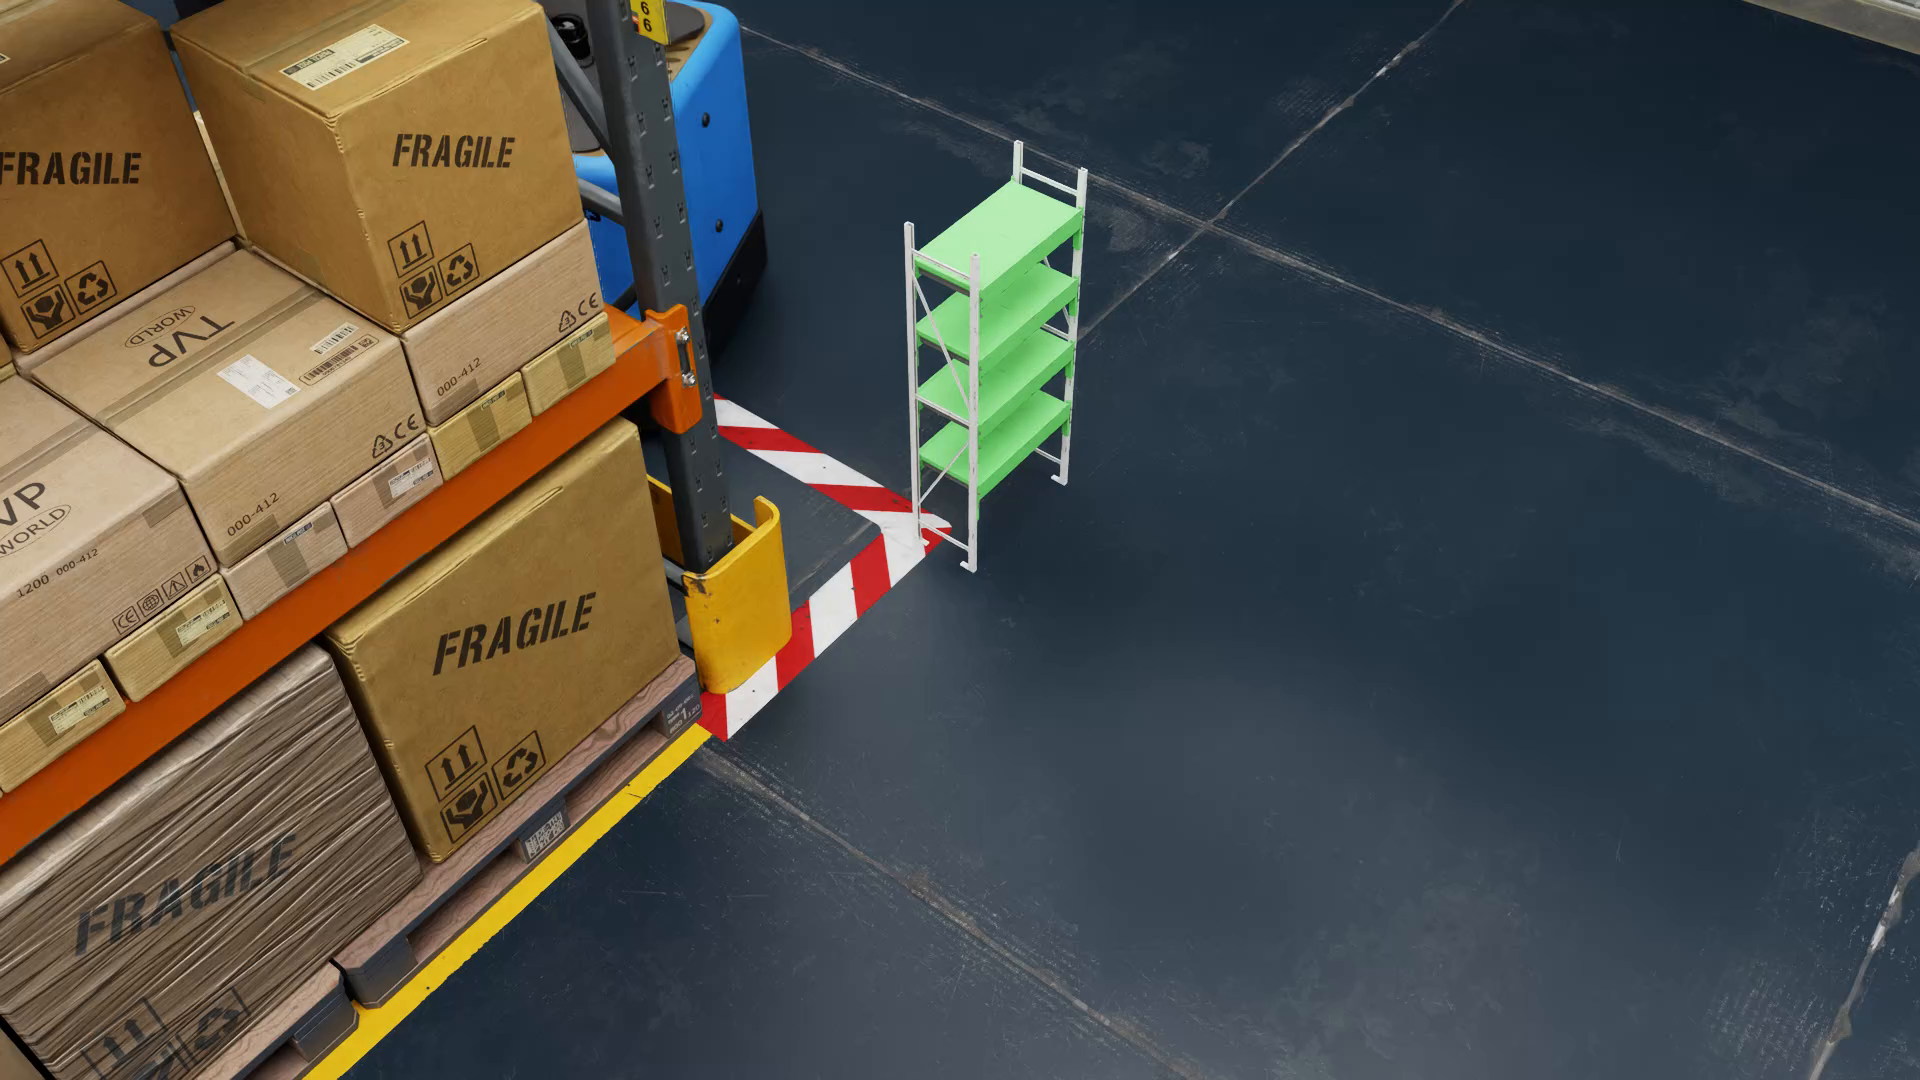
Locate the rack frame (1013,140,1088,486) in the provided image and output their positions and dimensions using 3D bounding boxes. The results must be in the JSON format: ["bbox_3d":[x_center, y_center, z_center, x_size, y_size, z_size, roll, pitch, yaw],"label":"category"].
[{"bbox_3d":[0.250,-0.649,5.040,0.240,1.200,0.015,29,53,25],"label":"rack frame"}]

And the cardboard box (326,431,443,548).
[{"bbox_3d":[-1.328,-0.183,3.524,0.380,0.149,0.250,29,53,25],"label":"cardboard box"}]

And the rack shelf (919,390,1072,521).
[{"bbox_3d":[0.101,-0.299,5.126,0.258,0.148,0.480,29,53,25],"label":"rack shelf"}]

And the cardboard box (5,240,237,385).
[{"bbox_3d":[-1.878,-0.507,3.558,0.500,0.250,0.500,29,53,25],"label":"cardboard box"}]

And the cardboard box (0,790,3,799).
[{"bbox_3d":[-1.950,0.399,2.968,0.380,0.149,0.250,30,53,26],"label":"cardboard box"}]

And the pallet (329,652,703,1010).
[{"bbox_3d":[-1.485,0.543,4.585,1.003,0.211,1.213,29,53,25],"label":"pallet"}]

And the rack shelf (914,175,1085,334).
[{"bbox_3d":[0.101,-0.797,4.606,0.258,0.148,0.480,29,53,25],"label":"rack shelf"}]

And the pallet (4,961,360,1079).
[{"bbox_3d":[-2.231,1.238,3.921,1.003,0.211,1.213,29,53,25],"label":"pallet"}]

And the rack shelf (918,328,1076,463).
[{"bbox_3d":[0.101,-0.465,4.953,0.258,0.148,0.480,29,53,25],"label":"rack shelf"}]

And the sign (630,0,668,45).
[{"bbox_3d":[-0.637,-1.146,3.306,0.100,0.325,0.005,29,53,25],"label":"sign"}]

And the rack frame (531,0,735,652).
[{"bbox_3d":[-1.058,-0.912,4.047,1.000,3.000,0.127,29,53,25],"label":"rack frame"}]

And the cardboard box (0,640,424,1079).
[{"bbox_3d":[-1.943,0.599,3.782,0.875,0.875,0.875,29,53,25],"label":"cardboard box"}]

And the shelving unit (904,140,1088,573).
[{"bbox_3d":[0.101,-0.509,4.907,0.258,1.200,0.503,29,53,25],"label":"shelving unit"}]

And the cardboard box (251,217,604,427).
[{"bbox_3d":[-1.145,-0.568,3.617,0.500,0.250,0.500,28,53,24],"label":"cardboard box"}]

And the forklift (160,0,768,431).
[{"bbox_3d":[-2.283,-1.939,5.075,3.031,2.935,1.130,10,47,10],"label":"forklift"}]

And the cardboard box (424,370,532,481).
[{"bbox_3d":[-1.173,-0.326,3.661,0.380,0.149,0.250,30,53,25],"label":"cardboard box"}]

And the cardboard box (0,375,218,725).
[{"bbox_3d":[-1.766,0.013,3.061,0.500,0.250,0.500,27,52,24],"label":"cardboard box"}]

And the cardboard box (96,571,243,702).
[{"bbox_3d":[-1.639,0.109,3.245,0.380,0.149,0.250,28,52,24],"label":"cardboard box"}]

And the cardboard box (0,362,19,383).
[{"bbox_3d":[-2.188,-0.221,3.285,0.500,0.250,0.500,28,52,24],"label":"cardboard box"}]

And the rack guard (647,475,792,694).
[{"bbox_3d":[-1.044,-0.062,4.964,1.175,0.500,0.348,29,53,25],"label":"rack guard"}]

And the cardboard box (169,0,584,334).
[{"bbox_3d":[-1.148,-0.827,3.345,0.500,0.500,0.500,30,53,25],"label":"cardboard box"}]

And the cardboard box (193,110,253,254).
[{"bbox_3d":[-1.565,-0.808,3.845,0.500,0.250,0.500,28,52,24],"label":"cardboard box"}]

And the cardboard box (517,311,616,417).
[{"bbox_3d":[-1.015,-0.476,3.804,0.380,0.149,0.250,30,53,26],"label":"cardboard box"}]

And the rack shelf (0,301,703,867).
[{"bbox_3d":[-2.281,0.481,3.214,1.077,0.370,4.000,29,53,25],"label":"rack shelf"}]

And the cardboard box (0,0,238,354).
[{"bbox_3d":[-1.871,-0.781,3.301,0.500,0.500,0.500,28,52,24],"label":"cardboard box"}]

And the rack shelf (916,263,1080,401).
[{"bbox_3d":[0.101,-0.631,4.779,0.258,0.148,0.480,29,53,25],"label":"rack shelf"}]

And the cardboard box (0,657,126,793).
[{"bbox_3d":[-1.797,0.258,3.103,0.380,0.149,0.250,29,53,25],"label":"cardboard box"}]

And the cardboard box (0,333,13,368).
[{"bbox_3d":[-2.183,-0.481,3.015,0.500,0.500,0.500,28,52,24],"label":"cardboard box"}]

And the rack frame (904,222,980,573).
[{"bbox_3d":[-0.048,-0.370,4.773,0.240,1.200,0.015,29,53,25],"label":"rack frame"}]

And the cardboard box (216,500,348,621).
[{"bbox_3d":[-1.481,-0.040,3.388,0.380,0.149,0.250,30,53,26],"label":"cardboard box"}]

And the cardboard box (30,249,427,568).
[{"bbox_3d":[-1.455,-0.278,3.340,0.500,0.250,0.500,28,53,24],"label":"cardboard box"}]

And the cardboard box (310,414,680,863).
[{"bbox_3d":[-1.386,0.078,4.280,0.875,0.875,0.875,29,53,25],"label":"cardboard box"}]
